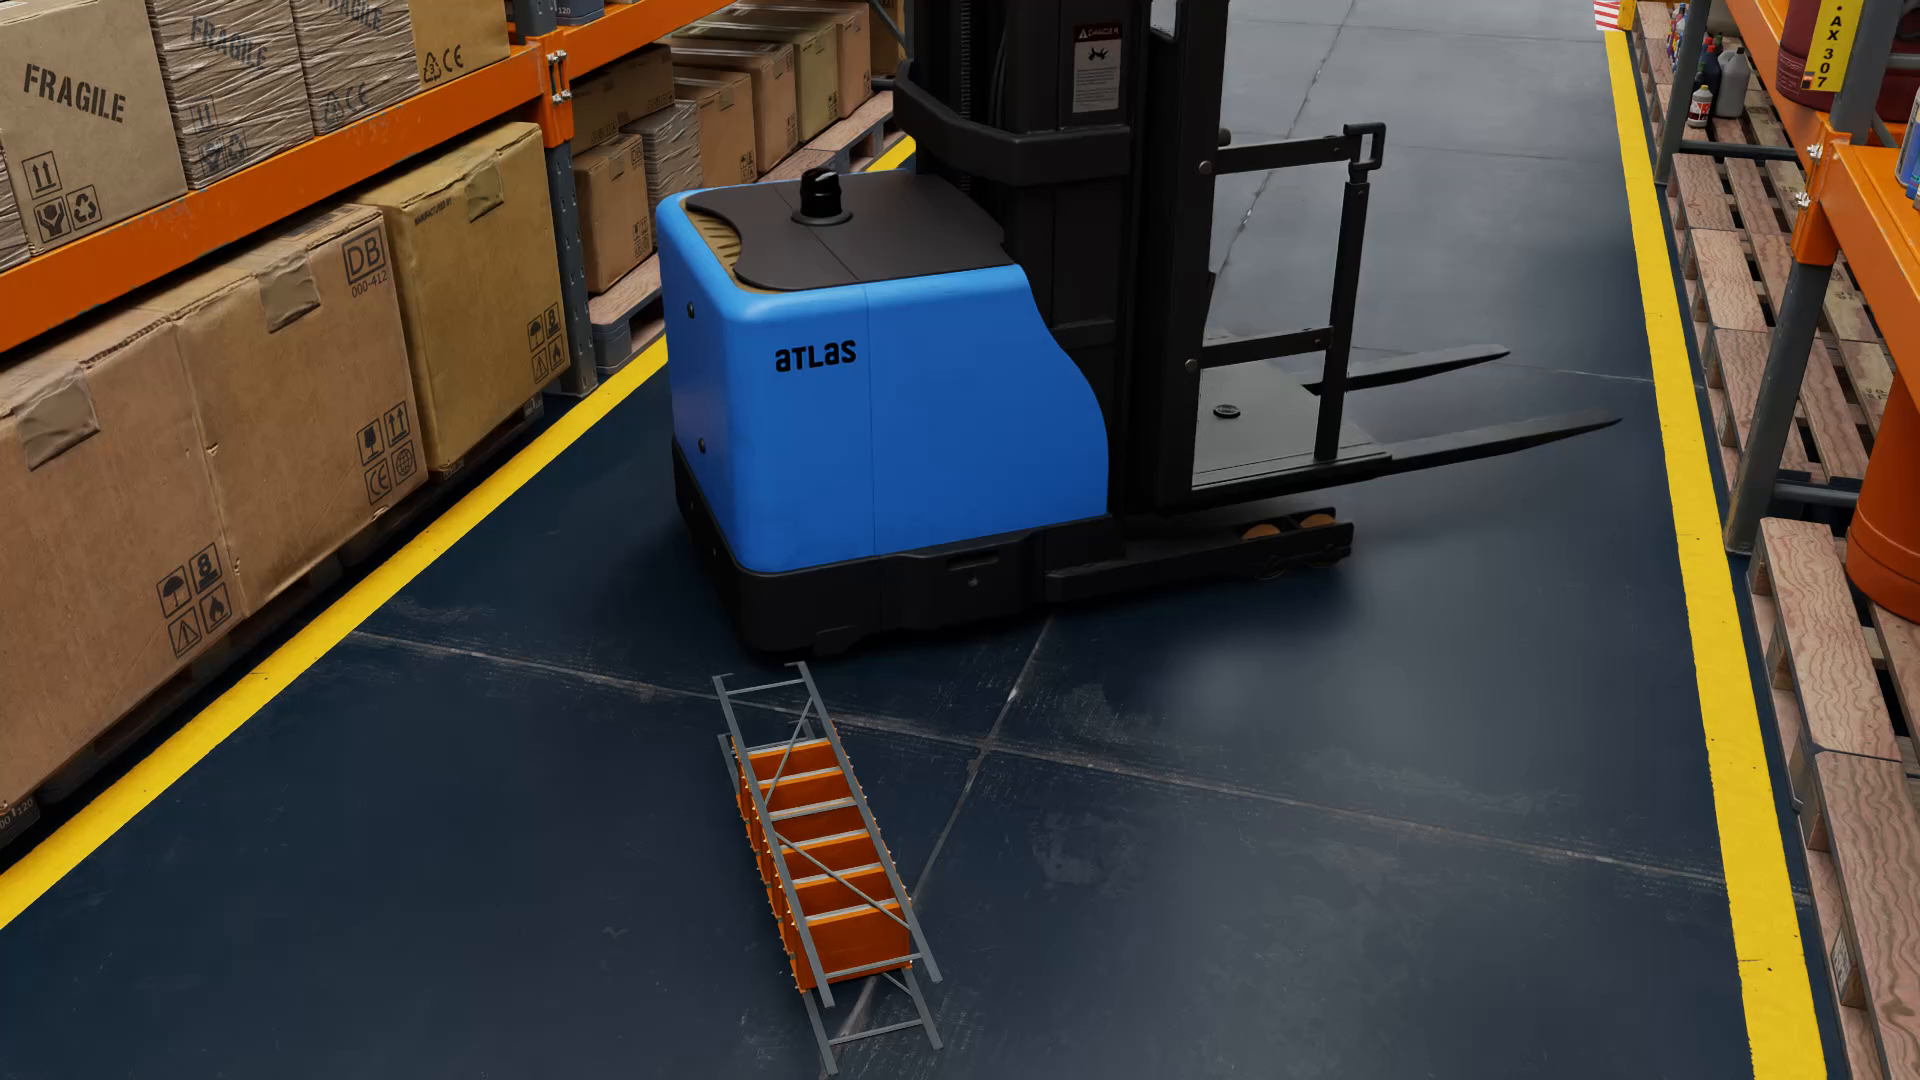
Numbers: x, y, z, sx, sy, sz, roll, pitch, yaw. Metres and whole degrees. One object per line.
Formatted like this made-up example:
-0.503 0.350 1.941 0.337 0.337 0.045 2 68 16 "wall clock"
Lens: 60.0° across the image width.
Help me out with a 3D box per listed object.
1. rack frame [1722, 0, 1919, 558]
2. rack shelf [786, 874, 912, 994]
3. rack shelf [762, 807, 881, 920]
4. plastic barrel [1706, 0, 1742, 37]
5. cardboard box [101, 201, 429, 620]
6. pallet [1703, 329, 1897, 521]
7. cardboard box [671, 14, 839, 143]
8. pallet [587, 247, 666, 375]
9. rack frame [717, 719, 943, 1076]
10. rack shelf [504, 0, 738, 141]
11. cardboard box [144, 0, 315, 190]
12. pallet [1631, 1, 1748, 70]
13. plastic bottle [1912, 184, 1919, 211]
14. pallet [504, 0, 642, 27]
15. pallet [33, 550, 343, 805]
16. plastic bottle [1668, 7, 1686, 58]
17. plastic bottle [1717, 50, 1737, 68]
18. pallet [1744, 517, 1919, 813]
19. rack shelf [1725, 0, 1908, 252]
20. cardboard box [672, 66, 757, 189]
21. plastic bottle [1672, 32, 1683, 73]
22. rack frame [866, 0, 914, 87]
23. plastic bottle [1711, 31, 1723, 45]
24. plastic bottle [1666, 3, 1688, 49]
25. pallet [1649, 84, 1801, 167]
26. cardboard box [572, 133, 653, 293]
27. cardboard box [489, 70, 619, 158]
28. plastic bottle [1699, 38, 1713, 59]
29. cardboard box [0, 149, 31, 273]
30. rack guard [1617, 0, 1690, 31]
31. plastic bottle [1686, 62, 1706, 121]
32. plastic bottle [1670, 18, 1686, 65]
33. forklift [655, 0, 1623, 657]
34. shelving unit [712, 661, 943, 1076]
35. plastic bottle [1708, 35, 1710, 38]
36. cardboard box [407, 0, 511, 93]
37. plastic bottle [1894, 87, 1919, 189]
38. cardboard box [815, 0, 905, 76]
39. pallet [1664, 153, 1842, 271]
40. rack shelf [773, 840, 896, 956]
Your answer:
2.874 -1.222 4.361 1.000 3.000 0.127 8 30 15 "rack frame"
-0.235 0.839 3.544 0.258 0.180 0.103 -9 31 -16 "rack shelf"
-0.309 0.727 3.743 0.258 0.180 0.103 -9 31 -16 "rack shelf"
4.955 -3.487 10.559 0.421 0.512 0.421 0 29 0 "plastic barrel"
-2.352 -0.453 4.732 1.225 0.875 0.875 9 30 15 "cardboard box"
3.139 -0.358 5.676 1.003 0.211 1.213 8 30 15 "pallet"
-1.045 -2.386 8.573 0.700 0.500 0.500 8 30 15 "cardboard box"
-1.630 -1.073 6.962 1.003 0.211 1.213 8 30 15 "pallet"
-0.332 0.771 3.850 0.240 0.006 1.200 -9 31 -16 "rack frame"
-1.273 -2.544 7.477 1.077 0.370 4.000 8 30 15 "rack shelf"
-2.070 -1.235 4.282 0.500 0.500 0.500 8 30 13 "cardboard box"
5.002 -3.302 10.969 1.003 0.211 1.213 8 30 15 "pallet"
2.350 -0.885 3.960 0.097 0.201 0.097 0 29 0 "plastic bottle"
-1.753 -2.191 6.301 1.213 0.211 1.003 8 30 15 "pallet"
-2.524 0.210 4.654 1.003 0.211 1.213 8 30 15 "pallet"
4.309 -3.044 9.979 0.061 0.283 0.133 9 30 16 "plastic bottle"
4.167 -2.503 9.013 0.152 0.276 0.135 8 30 15 "plastic bottle"
2.683 0.369 4.370 1.003 0.211 1.213 8 30 15 "pallet"
3.461 -1.837 6.207 1.077 0.370 4.000 8 30 15 "rack shelf"
-1.373 -1.867 7.639 0.700 0.500 0.500 11 31 19 "cardboard box"
4.203 -2.842 9.627 0.097 0.271 0.097 0 29 0 "plastic bottle"
-0.686 -3.788 8.973 1.000 3.000 0.127 8 30 15 "rack frame"
4.267 -2.726 9.406 0.061 0.283 0.133 8 30 15 "plastic bottle"
4.392 -3.142 10.166 0.097 0.271 0.097 0 29 0 "plastic bottle"
4.285 -2.169 8.931 1.003 0.211 1.213 8 30 15 "pallet"
-1.683 -1.343 6.697 0.700 0.500 0.500 7 30 12 "cardboard box"
-1.692 -1.672 6.518 0.500 0.250 0.500 10 31 17 "cardboard box"
4.018 -2.545 9.012 0.144 0.351 0.185 7 30 12 "plastic bottle"
-2.367 -0.758 3.424 0.500 0.500 0.500 8 30 14 "cardboard box"
5.245 -3.805 11.577 1.175 0.500 0.348 8 30 15 "rack guard"
3.874 -2.357 8.743 0.061 0.283 0.133 10 31 17 "plastic bottle"
4.262 -2.936 9.796 0.097 0.271 0.097 0 29 0 "plastic bottle"
0.668 -1.390 4.733 3.031 2.935 1.130 -10 31 -17 "forklift"
-0.332 0.691 3.805 0.258 0.189 1.200 -9 31 -16 "shelving unit"
4.165 -2.738 9.435 0.152 0.276 0.135 9 30 16 "plastic bottle"
-1.768 -1.708 5.132 0.500 0.500 0.500 9 30 16 "cardboard box"
2.438 -1.013 4.113 0.152 0.276 0.135 8 30 15 "plastic bottle"
-0.531 -3.059 9.803 0.500 0.500 0.500 8 30 13 "cardboard box"
3.855 -1.492 7.715 1.003 0.211 1.213 8 30 15 "pallet"
-0.272 0.783 3.643 0.258 0.180 0.103 -9 31 -16 "rack shelf"
